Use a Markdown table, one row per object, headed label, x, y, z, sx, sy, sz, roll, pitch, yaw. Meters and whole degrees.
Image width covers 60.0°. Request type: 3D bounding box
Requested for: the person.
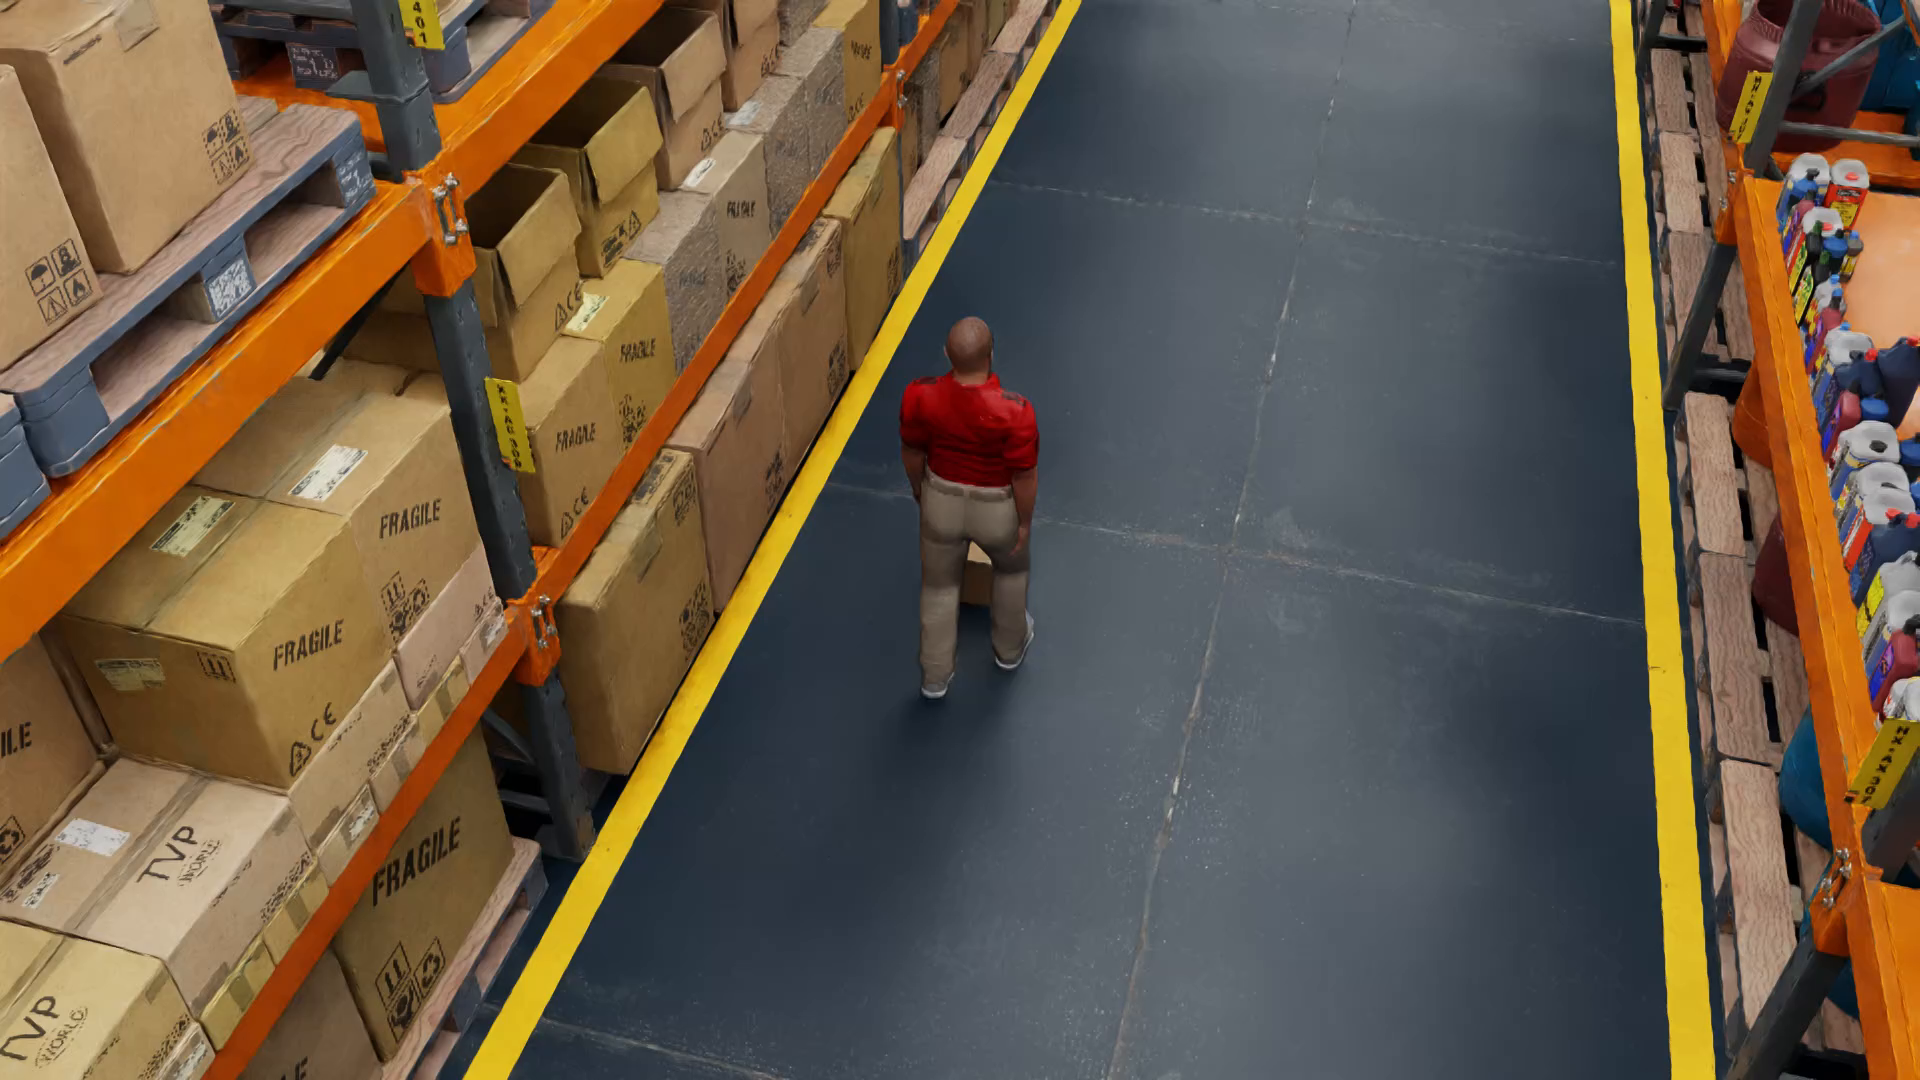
| label | x | y | z | sx | sy | sz | roll | pitch | yaw |
| --- | --- | --- | --- | --- | --- | --- | --- | --- | --- |
| person | 0.048 | -0.144 | 6.368 | 0.535 | 1.734 | 0.577 | 9 | 42 | 11 |
